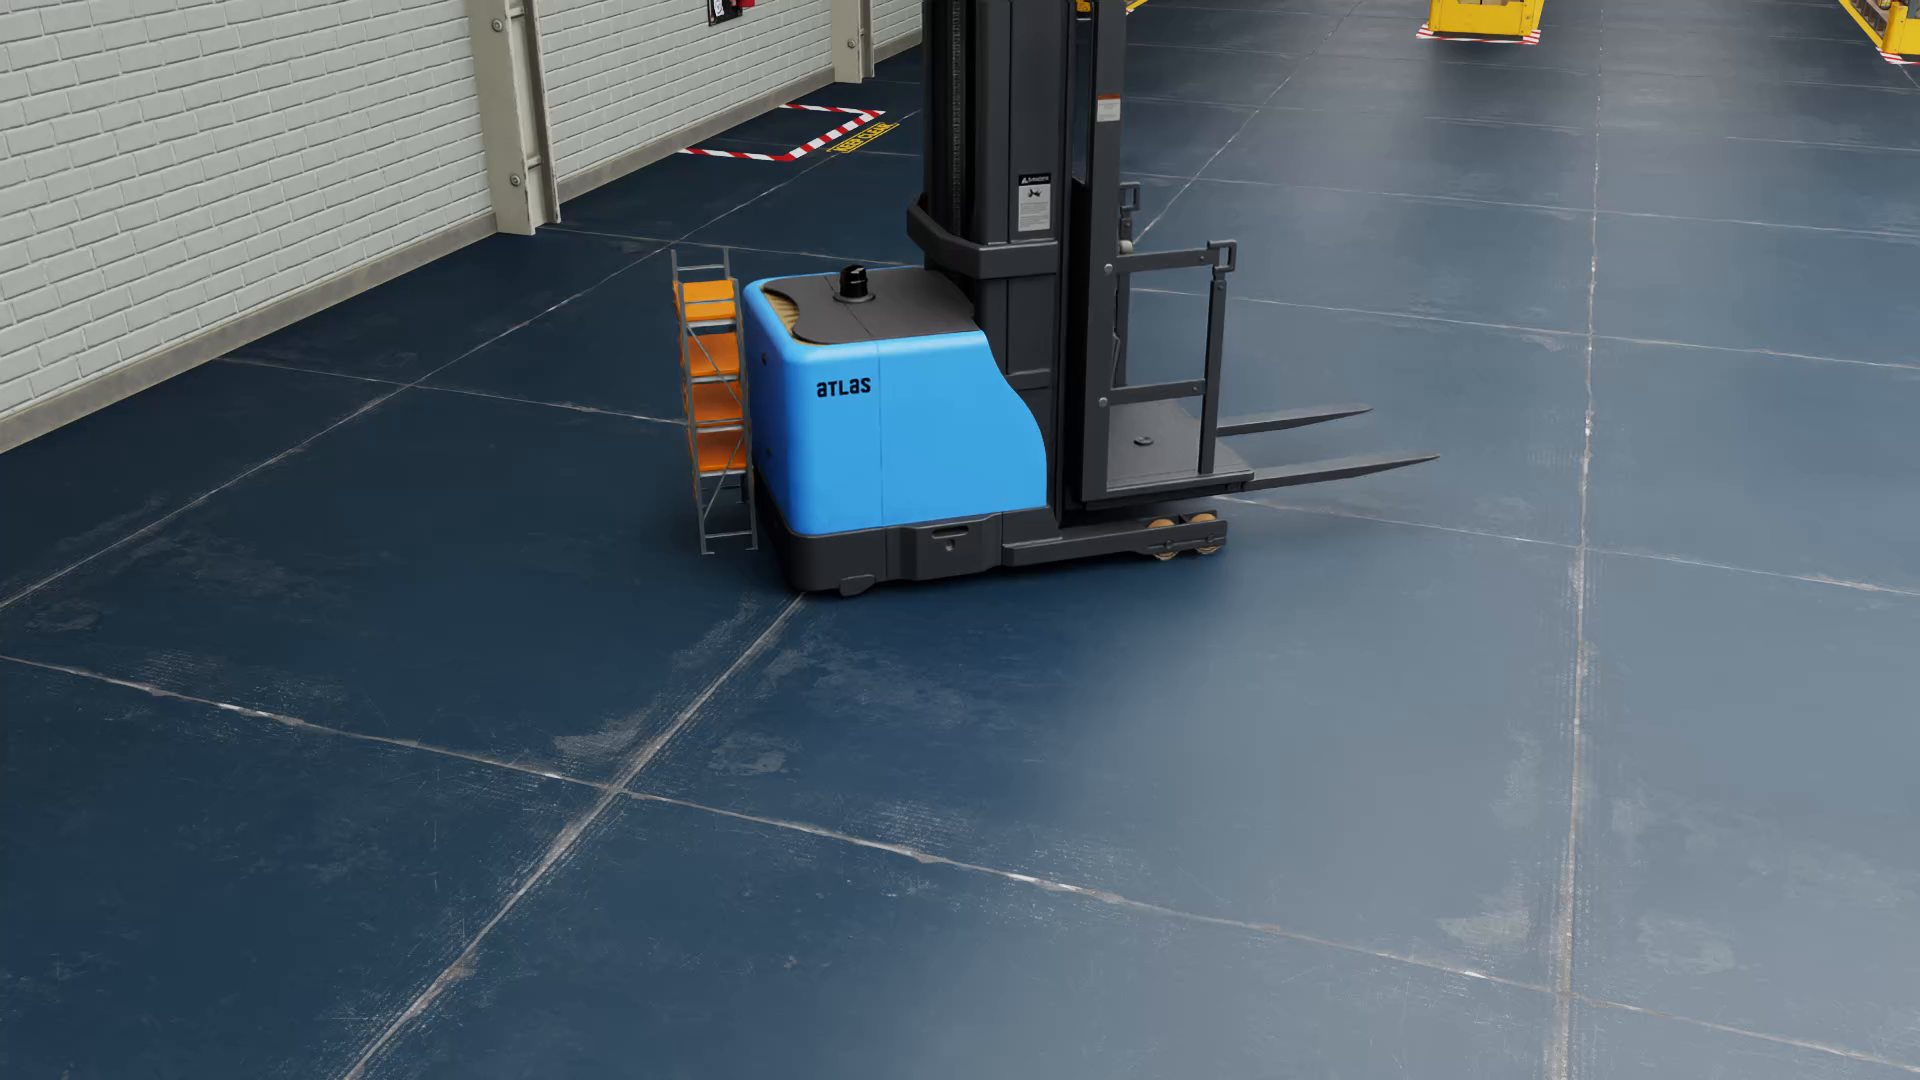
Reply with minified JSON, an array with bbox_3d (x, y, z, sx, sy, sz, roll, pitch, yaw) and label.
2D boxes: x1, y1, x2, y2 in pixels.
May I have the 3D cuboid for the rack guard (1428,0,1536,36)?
[{"bbox_3d":[6.154,-6.258,19.600,1.175,0.500,0.348,9,27,17],"label":"rack guard"}]

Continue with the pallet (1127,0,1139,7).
[{"bbox_3d":[1.819,-7.214,21.908,1.003,0.211,1.213,9,27,17],"label":"pallet"}]

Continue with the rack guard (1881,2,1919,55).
[{"bbox_3d":[10.813,-5.586,18.213,1.175,0.500,0.348,9,27,17],"label":"rack guard"}]

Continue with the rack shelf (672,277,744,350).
[{"bbox_3d":[-1.052,-0.946,6.921,0.258,0.148,0.480,-6,26,-11],"label":"rack shelf"}]

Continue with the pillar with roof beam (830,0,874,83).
[{"bbox_3d":[2.970,-8.133,13.721,9.100,9.000,0.400,9,27,17],"label":"pillar with roof beam"}]

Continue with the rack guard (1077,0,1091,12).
[{"bbox_3d":[1.515,-7.015,21.166,1.175,0.500,0.348,9,27,17],"label":"rack guard"}]

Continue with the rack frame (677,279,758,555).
[{"bbox_3d":[-0.996,-0.489,6.879,0.240,1.200,0.015,-6,26,-11],"label":"rack frame"}]

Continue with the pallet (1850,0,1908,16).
[{"bbox_3d":[11.900,-6.791,21.034,1.003,0.211,1.213,9,27,17],"label":"pallet"}]

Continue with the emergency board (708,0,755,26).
[{"bbox_3d":[-1.948,-5.047,14.231,0.194,1.169,0.643,9,27,17],"label":"emergency board"}]

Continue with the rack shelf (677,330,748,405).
[{"bbox_3d":[-1.049,-0.733,7.025,0.258,0.148,0.480,-6,26,-11],"label":"rack shelf"}]

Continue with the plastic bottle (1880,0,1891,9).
[{"bbox_3d":[11.030,-6.429,19.793,0.097,0.201,0.097,0,26,0],"label":"plastic bottle"}]

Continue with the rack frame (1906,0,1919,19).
[{"bbox_3d":[10.832,-6.673,17.589,1.000,3.000,0.127,9,27,17],"label":"rack frame"}]

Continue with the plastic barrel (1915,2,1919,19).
[{"bbox_3d":[11.146,-6.229,19.047,0.421,0.512,0.421,0,26,0],"label":"plastic barrel"}]

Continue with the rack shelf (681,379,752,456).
[{"bbox_3d":[-1.046,-0.532,7.123,0.258,0.148,0.480,-6,26,-11],"label":"rack shelf"}]

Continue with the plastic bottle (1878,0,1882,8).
[{"bbox_3d":[11.051,-6.517,19.880,0.061,0.283,0.133,9,27,19],"label":"plastic bottle"}]

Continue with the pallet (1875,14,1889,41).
[{"bbox_3d":[11.088,-5.789,18.964,1.003,0.211,1.213,9,27,17],"label":"pallet"}]

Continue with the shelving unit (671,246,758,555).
[{"bbox_3d":[-1.047,-0.593,7.093,0.258,1.200,0.503,-6,26,-11],"label":"shelving unit"}]

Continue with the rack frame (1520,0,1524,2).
[{"bbox_3d":[6.162,-7.392,19.076,1.000,3.000,0.127,9,27,17],"label":"rack frame"}]

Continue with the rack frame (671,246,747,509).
[{"bbox_3d":[-1.098,-0.697,7.308,0.240,1.200,0.015,-6,26,-11],"label":"rack frame"}]

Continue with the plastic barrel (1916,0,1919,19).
[{"bbox_3d":[10.979,-6.023,18.621,0.421,0.512,0.421,0,26,0],"label":"plastic barrel"}]

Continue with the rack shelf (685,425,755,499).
[{"bbox_3d":[-1.044,-0.354,7.210,0.258,0.148,0.480,-6,26,-11],"label":"rack shelf"}]

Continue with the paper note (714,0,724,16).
[{"bbox_3d":[-2.072,-4.588,14.294,0.016,0.148,0.142,9,27,17],"label":"paper note"}]

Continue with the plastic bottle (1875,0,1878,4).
[{"bbox_3d":[11.186,-6.620,20.101,0.152,0.276,0.135,8,27,16],"label":"plastic bottle"}]

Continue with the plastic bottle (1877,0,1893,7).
[{"bbox_3d":[11.139,-6.563,19.983,0.152,0.276,0.135,9,27,18],"label":"plastic bottle"}]

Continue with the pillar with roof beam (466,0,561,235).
[{"bbox_3d":[0.973,-5.667,8.628,9.100,9.000,0.400,9,27,17],"label":"pillar with roof beam"}]

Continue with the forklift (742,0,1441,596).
[{"bbox_3d":[0.638,-1.450,6.881,3.031,2.935,1.130,-8,27,-15],"label":"forklift"}]

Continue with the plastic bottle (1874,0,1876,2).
[{"bbox_3d":[11.237,-6.722,20.226,0.144,0.351,0.185,10,28,20],"label":"plastic bottle"}]

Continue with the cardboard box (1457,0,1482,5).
[{"bbox_3d":[6.062,-6.607,20.127,0.500,0.250,0.500,9,27,17],"label":"cardboard box"}]

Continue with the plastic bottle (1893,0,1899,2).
[{"bbox_3d":[11.240,-6.551,19.950,0.061,0.283,0.133,9,27,17],"label":"plastic bottle"}]

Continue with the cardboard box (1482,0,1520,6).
[{"bbox_3d":[6.550,-6.532,19.972,0.500,0.250,0.500,9,27,17],"label":"cardboard box"}]

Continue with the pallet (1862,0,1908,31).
[{"bbox_3d":[11.496,-6.288,19.996,1.003,0.211,1.213,9,27,17],"label":"pallet"}]
